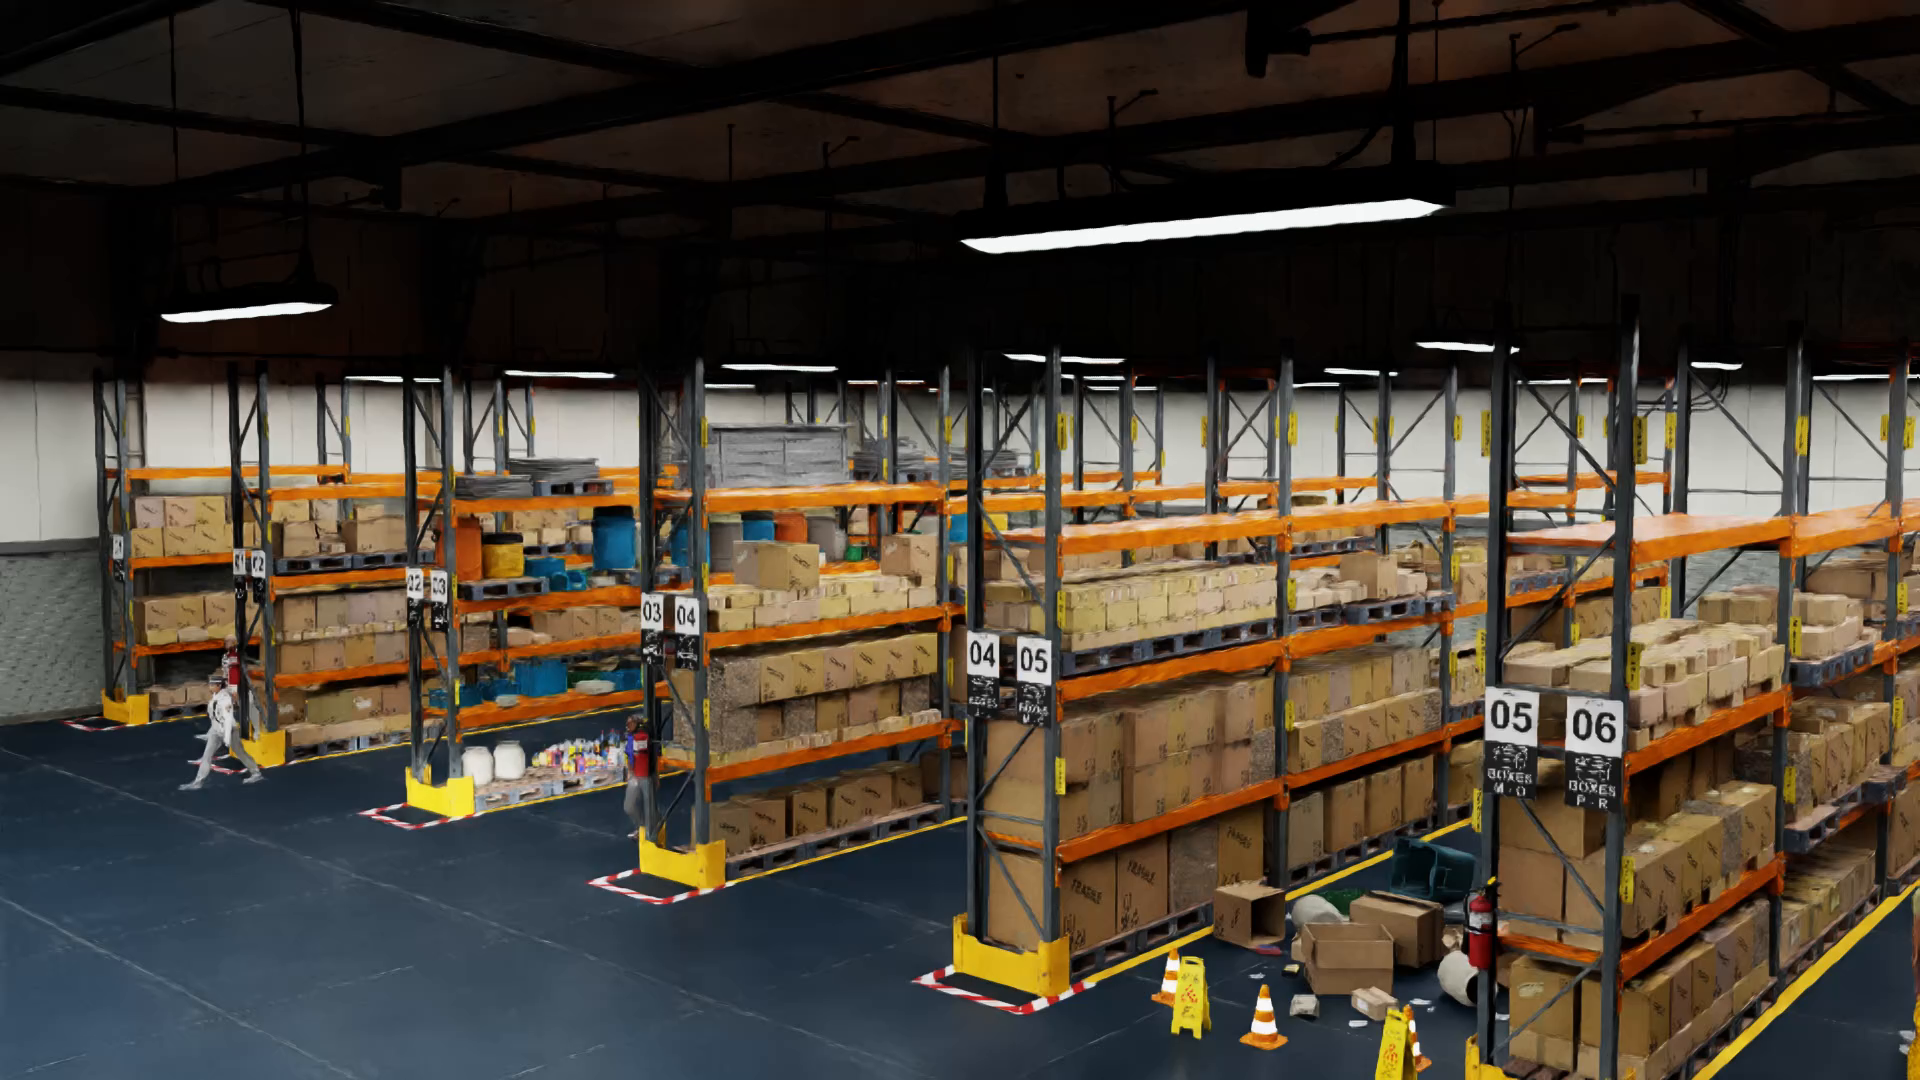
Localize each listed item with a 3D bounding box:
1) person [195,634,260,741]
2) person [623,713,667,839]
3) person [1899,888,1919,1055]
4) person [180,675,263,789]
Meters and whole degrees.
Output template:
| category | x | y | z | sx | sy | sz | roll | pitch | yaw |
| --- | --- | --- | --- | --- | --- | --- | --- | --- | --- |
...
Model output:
| category | x | y | z | sx | sy | sz | roll | pitch | yaw |
| --- | --- | --- | --- | --- | --- | --- | --- | --- | --- |
| person | -11.529 | 2.348 | 26.360 | 0.598 | 1.710 | 1.137 | 3 | 5 | 35 |
| person | -3.855 | 2.890 | 20.237 | 0.592 | 1.590 | 0.513 | 3 | 5 | 39 |
| person | 7.843 | 3.324 | 13.482 | 0.493 | 1.675 | 0.477 | -1 | 4 | -18 |
| person | -10.261 | 2.646 | 23.108 | 0.489 | 1.588 | 1.066 | 3 | 5 | 39 |
